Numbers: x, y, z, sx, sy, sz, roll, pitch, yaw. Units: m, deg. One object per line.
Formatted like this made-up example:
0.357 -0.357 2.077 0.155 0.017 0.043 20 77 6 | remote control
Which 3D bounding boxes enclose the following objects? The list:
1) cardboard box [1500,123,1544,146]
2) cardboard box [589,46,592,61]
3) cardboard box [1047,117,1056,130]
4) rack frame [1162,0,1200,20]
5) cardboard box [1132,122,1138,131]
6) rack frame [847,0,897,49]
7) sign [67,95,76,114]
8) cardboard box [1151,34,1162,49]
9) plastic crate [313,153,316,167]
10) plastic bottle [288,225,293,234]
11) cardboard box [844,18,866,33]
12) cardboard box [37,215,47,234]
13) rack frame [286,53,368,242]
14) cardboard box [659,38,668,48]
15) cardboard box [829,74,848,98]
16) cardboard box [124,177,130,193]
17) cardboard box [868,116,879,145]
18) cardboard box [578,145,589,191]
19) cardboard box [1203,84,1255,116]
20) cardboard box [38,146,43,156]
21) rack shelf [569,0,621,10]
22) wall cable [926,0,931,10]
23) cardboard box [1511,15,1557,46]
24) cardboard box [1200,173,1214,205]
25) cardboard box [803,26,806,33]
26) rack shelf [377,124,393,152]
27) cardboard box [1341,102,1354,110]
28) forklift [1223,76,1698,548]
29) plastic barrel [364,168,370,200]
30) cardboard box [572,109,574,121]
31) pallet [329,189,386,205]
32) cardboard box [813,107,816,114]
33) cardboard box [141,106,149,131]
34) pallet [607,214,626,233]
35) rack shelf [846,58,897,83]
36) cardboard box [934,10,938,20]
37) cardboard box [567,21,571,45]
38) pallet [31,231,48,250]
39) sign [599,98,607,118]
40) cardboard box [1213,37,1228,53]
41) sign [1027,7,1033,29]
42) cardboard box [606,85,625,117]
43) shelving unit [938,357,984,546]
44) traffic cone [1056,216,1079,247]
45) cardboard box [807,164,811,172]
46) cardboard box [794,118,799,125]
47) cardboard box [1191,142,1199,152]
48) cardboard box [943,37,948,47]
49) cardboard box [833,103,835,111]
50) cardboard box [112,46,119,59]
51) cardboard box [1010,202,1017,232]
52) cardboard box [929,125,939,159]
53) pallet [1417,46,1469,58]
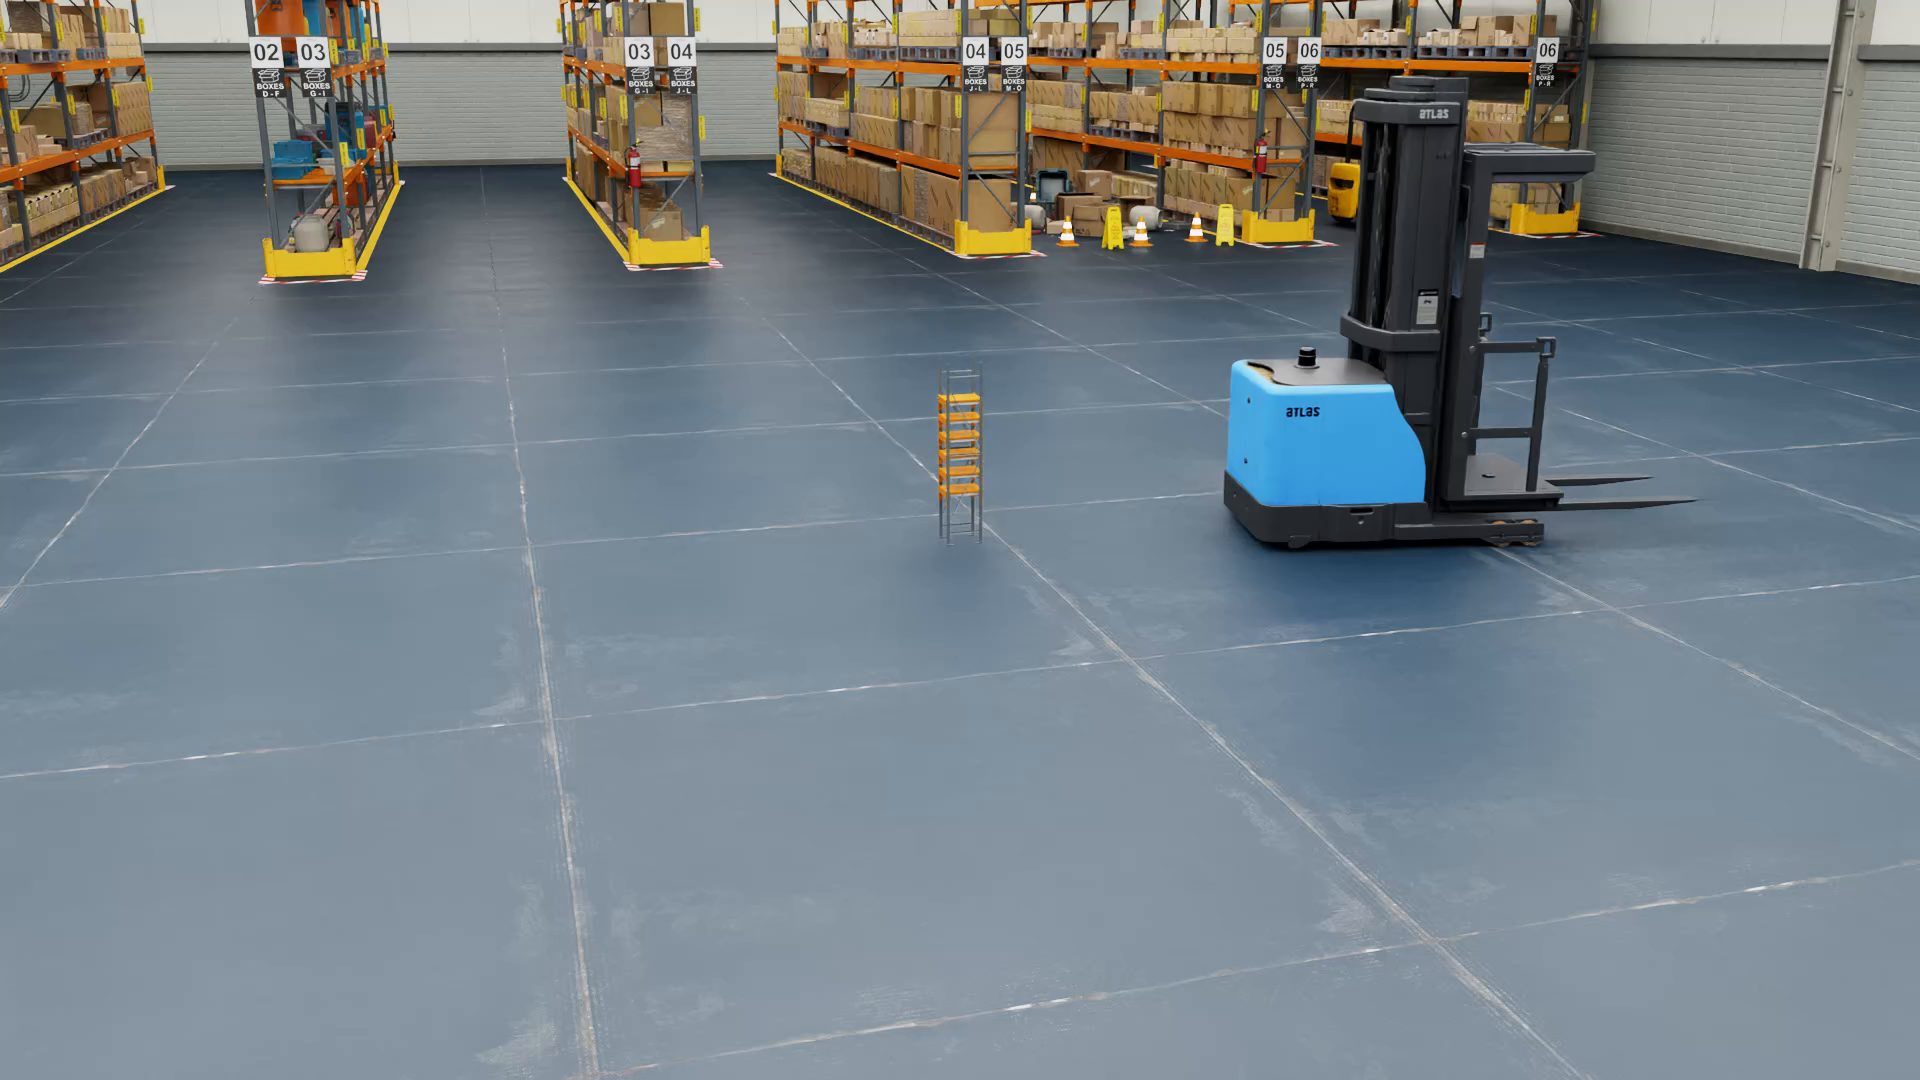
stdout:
9.622 -6.892 28.507 0.500 0.500 0.500 -5 17 -16 | cardboard box
-6.464 -8.837 30.204 0.500 0.250 0.500 -4 17 -14 | cardboard box
2.205 -9.015 36.010 0.500 0.250 0.500 -5 17 -16 | cardboard box
5.613 -14.027 42.008 1.000 3.000 0.127 -5 17 -15 | rack frame
3.498 -7.856 31.597 0.380 0.149 0.250 -5 17 -15 | cardboard box
-1.692 -11.002 31.935 1.000 3.000 0.127 -5 17 -15 | rack frame
-15.482 -7.581 28.965 0.100 0.325 0.005 -5 17 -15 | sign
3.839 -9.157 30.540 0.500 0.250 0.500 -5 17 -16 | cardboard box
-10.050 -5.767 25.305 0.450 0.188 0.662 -5 17 -15 | plastic crate
-10.028 -4.574 24.922 0.061 0.283 0.133 -4 17 -14 | plastic bottle
-2.053 -10.071 32.547 0.396 0.266 0.258 -5 17 -15 | cardboard box
-14.927 -5.033 26.542 0.500 0.250 0.500 -4 17 -14 | cardboard box
-10.152 -6.266 26.599 1.000 3.000 0.127 -5 17 -15 | rack frame
-4.144 -7.202 24.066 0.380 0.149 0.250 -5 17 -16 | cardboard box
-2.681 -10.048 36.760 0.500 0.500 0.500 -4 17 -14 | cardboard box
-17.021 -7.145 33.433 0.500 0.311 0.500 -5 17 -15 | cardboard box
-1.413 -7.613 30.908 0.500 0.500 0.500 -5 17 -16 | cardboard box
-7.147 -7.632 34.108 1.225 0.875 0.875 -5 18 -17 | cardboard box
4.517 -7.402 27.950 0.700 0.500 0.500 -5 17 -16 | cardboard box
-15.610 -6.514 27.859 0.380 0.149 0.250 -3 17 -11 | cardboard box
-7.038 -10.655 32.726 1.077 0.370 4.000 -5 17 -15 | rack shelf
-0.993 -15.185 45.862 0.463 3.000 0.029 -5 17 -15 | wall cable
9.654 -8.565 27.960 0.500 0.500 0.500 -4 17 -13 | cardboard box
4.489 -6.064 28.670 0.500 0.500 0.500 -5 17 -17 | cardboard box
-3.223 -11.167 36.400 0.380 0.149 0.250 -4 17 -14 | cardboard box
-12.900 -8.688 35.911 1.077 0.370 4.000 -5 17 -15 | rack shelf
7.980 -8.832 33.840 0.380 0.149 0.250 -4 17 -14 | cardboard box
3.377 -1.509 10.881 3.031 2.935 1.130 -2 17 -6 | forklift
-11.712 -6.865 32.055 0.600 0.588 0.708 -5 17 -15 | plastic barrel
-8.247 -9.327 36.532 0.500 0.250 0.500 -4 17 -14 | cardboard box
-12.178 -6.927 33.645 1.003 0.211 1.213 -5 17 -15 | pallet
-2.909 -9.098 35.216 0.380 0.149 0.250 -5 18 -18 | cardboard box
-17.683 -8.997 35.517 0.500 0.500 0.500 -5 17 -15 | cardboard box
-5.605 -5.538 29.020 1.003 0.211 1.213 -5 17 -15 | pallet
-1.142 -8.667 30.629 1.077 0.370 4.000 -5 17 -15 | rack shelf
-0.190 -8.210 26.002 0.380 0.149 0.250 -5 17 -15 | cardboard box
-8.454 -11.406 37.418 0.700 0.500 0.500 -5 18 -17 | cardboard box
-15.155 -4.741 26.368 1.003 0.211 1.213 -5 17 -15 | pallet
-5.922 -7.168 27.587 0.100 0.325 0.005 -5 17 -15 | sign
4.554 -8.245 27.715 0.500 0.250 0.500 -4 17 -14 | cardboard box
1.042 -7.851 25.004 0.100 0.325 0.005 -5 17 -15 | sign
-5.510 -7.183 27.220 0.500 0.500 0.500 -5 17 -15 | cardboard box
0.004 -0.571 10.766 0.258 1.200 0.189 -5 17 -15 | shelving unit
1.726 -4.960 26.659 0.336 0.463 0.334 -5 17 -15 | traffic cone
-3.184 -8.275 36.995 0.380 0.149 0.250 -4 17 -14 | cardboard box
-3.594 -9.602 38.140 0.380 0.149 0.250 -4 17 -14 | cardboard box
4.260 -6.854 28.992 0.380 0.149 0.250 -5 17 -15 | cardboard box
-0.050 -7.687 25.647 0.380 0.149 0.250 -4 17 -14 | cardboard box
-2.334 -8.663 33.251 0.380 0.149 0.250 -5 17 -16 | cardboard box
-17.143 -9.746 33.230 0.500 0.250 0.500 -5 17 -15 | cardboard box
0.820 -5.478 28.315 0.500 0.500 0.500 -2 17 -6 | cardboard box
-0.030 -6.545 27.266 0.875 0.550 0.500 -5 17 -15 | cardboard box
9.170 -8.995 30.623 1.003 0.211 1.213 -5 17 -15 | pallet
